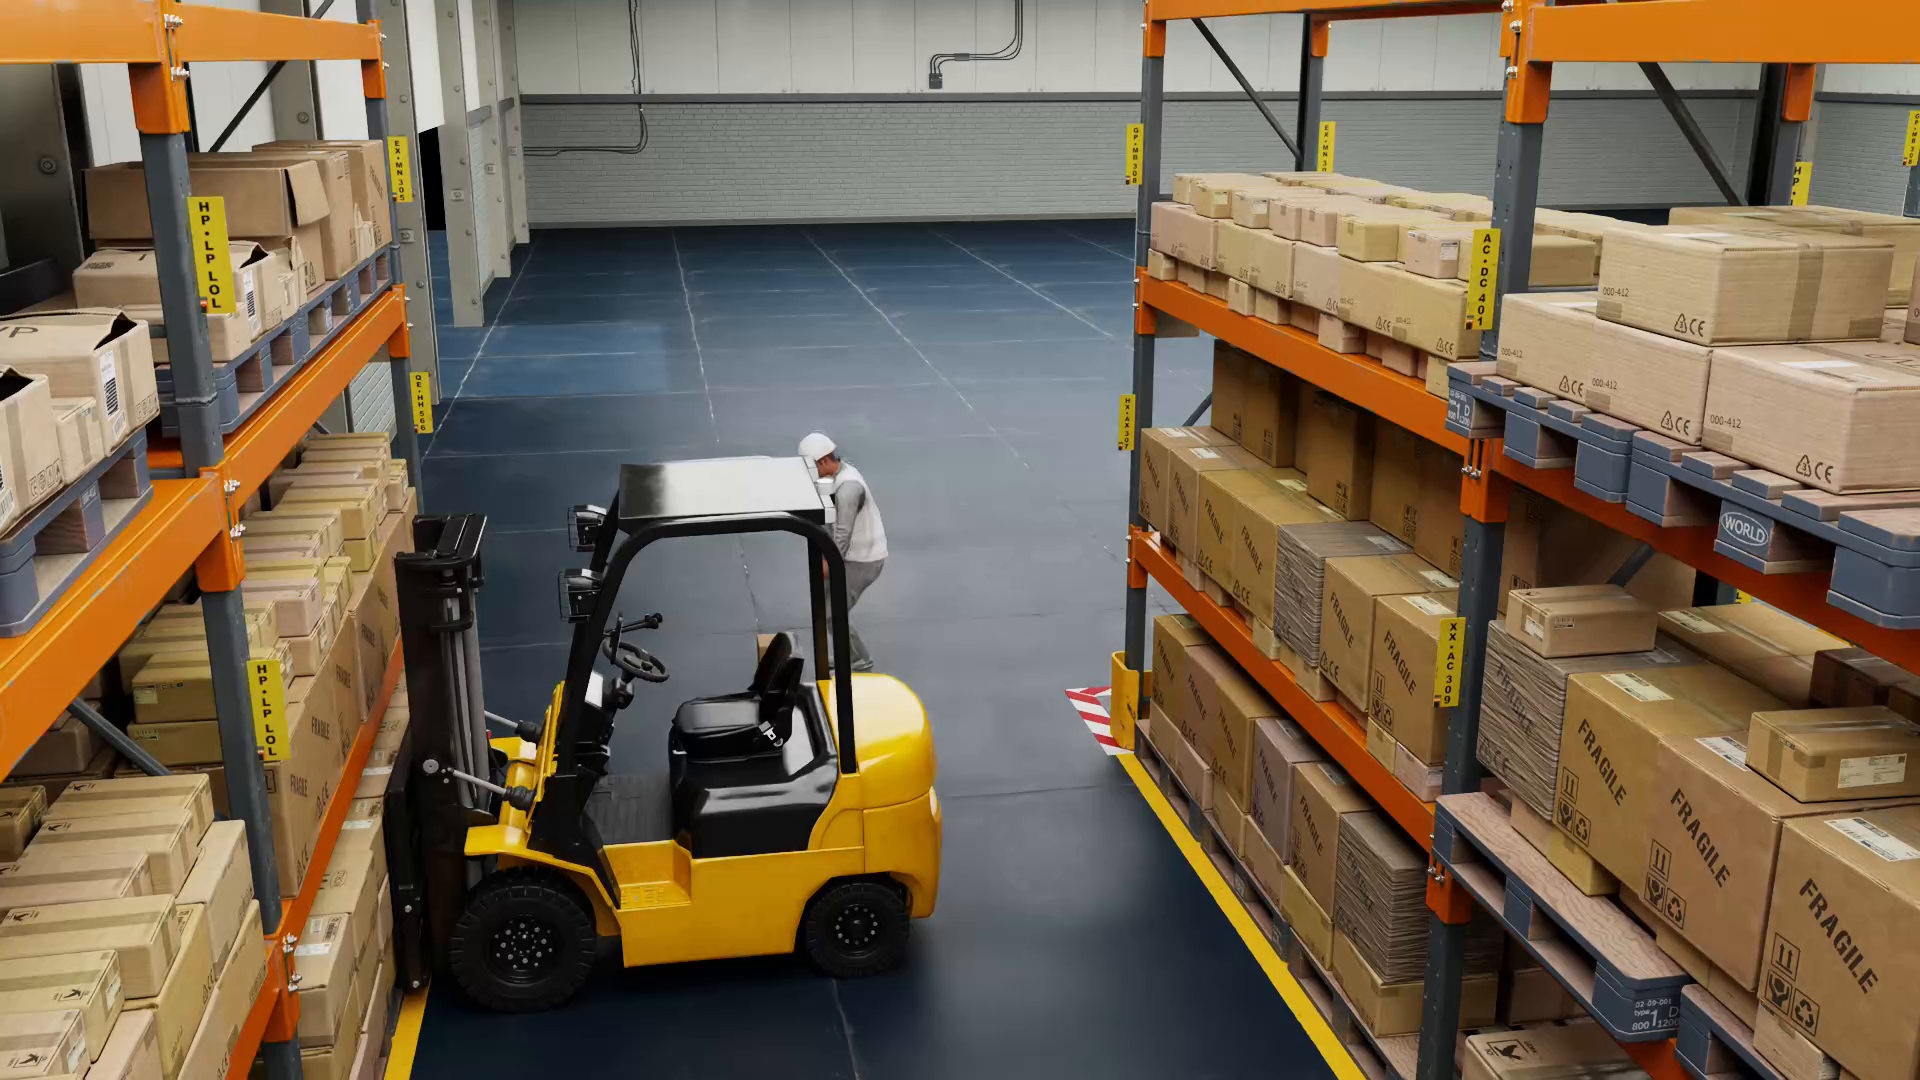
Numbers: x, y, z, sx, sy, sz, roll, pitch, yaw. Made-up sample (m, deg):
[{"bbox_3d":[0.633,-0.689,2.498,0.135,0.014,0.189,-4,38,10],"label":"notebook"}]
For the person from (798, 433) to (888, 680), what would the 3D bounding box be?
[{"bbox_3d":[-0.766,0.102,10.881,0.581,1.647,0.578,-3,16,-9],"label":"person"}]
